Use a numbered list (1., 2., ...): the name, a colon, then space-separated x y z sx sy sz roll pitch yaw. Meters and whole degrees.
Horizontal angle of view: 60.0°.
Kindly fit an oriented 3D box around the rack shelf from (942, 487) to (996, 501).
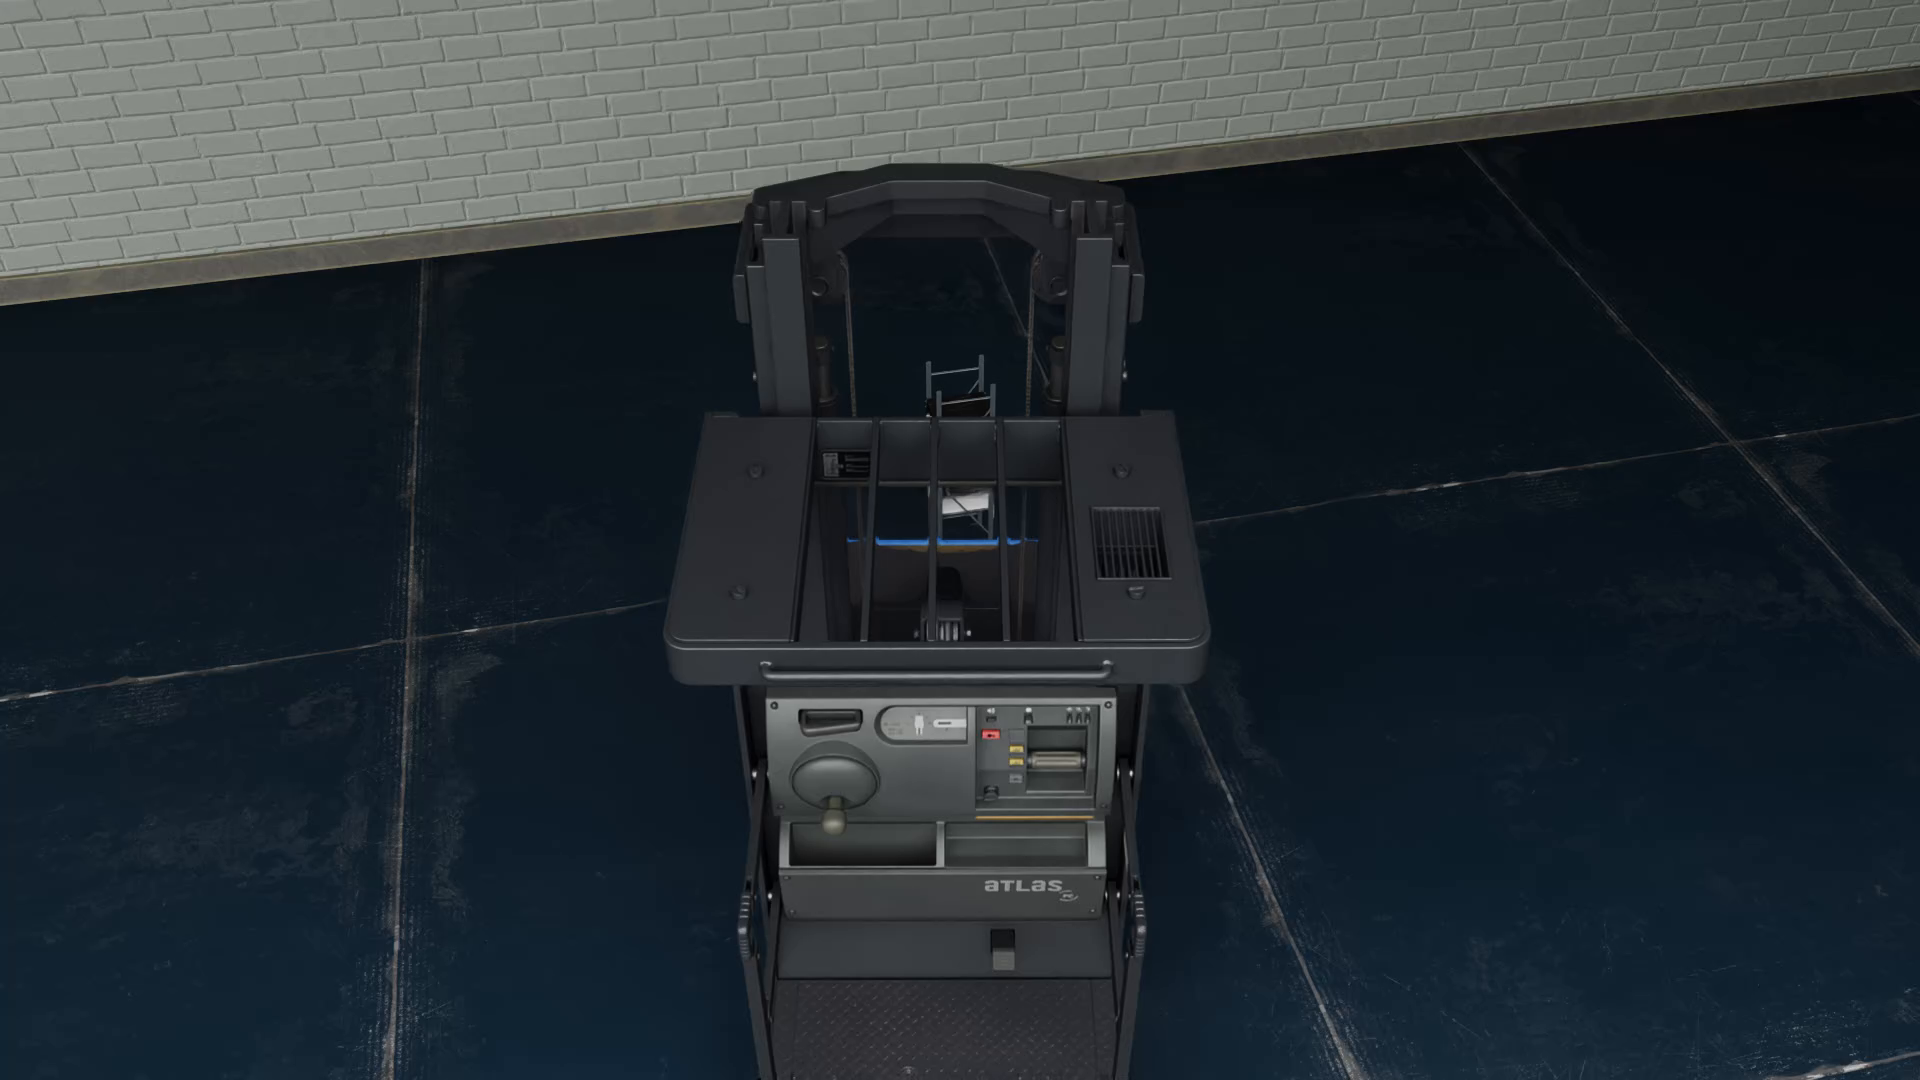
1. rack shelf: 0.002 -0.239 7.027 0.258 0.077 0.200 -8 42 -9

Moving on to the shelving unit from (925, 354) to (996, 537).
1. shelving unit: 0.002 -0.331 6.945 0.258 0.900 0.210 -8 42 -9

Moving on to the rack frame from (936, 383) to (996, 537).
1. rack frame: 0.024 -0.265 6.871 0.240 0.900 0.006 -8 42 -9

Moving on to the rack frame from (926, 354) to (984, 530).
1. rack frame: -0.020 -0.397 7.020 0.240 0.900 0.006 -8 42 -9

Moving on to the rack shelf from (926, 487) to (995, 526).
1. rack shelf: 0.002 -0.172 7.087 0.258 0.077 0.200 -8 42 -9

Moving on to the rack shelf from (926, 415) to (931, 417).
1. rack shelf: 0.002 -0.441 6.848 0.258 0.077 0.200 -8 42 -9

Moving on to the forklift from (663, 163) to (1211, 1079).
1. forklift: -0.046 0.672 4.285 1.130 2.935 3.031 0 42 0

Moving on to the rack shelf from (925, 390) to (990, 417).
1. rack shelf: 0.002 -0.508 6.788 0.258 0.077 0.200 -8 42 -9
